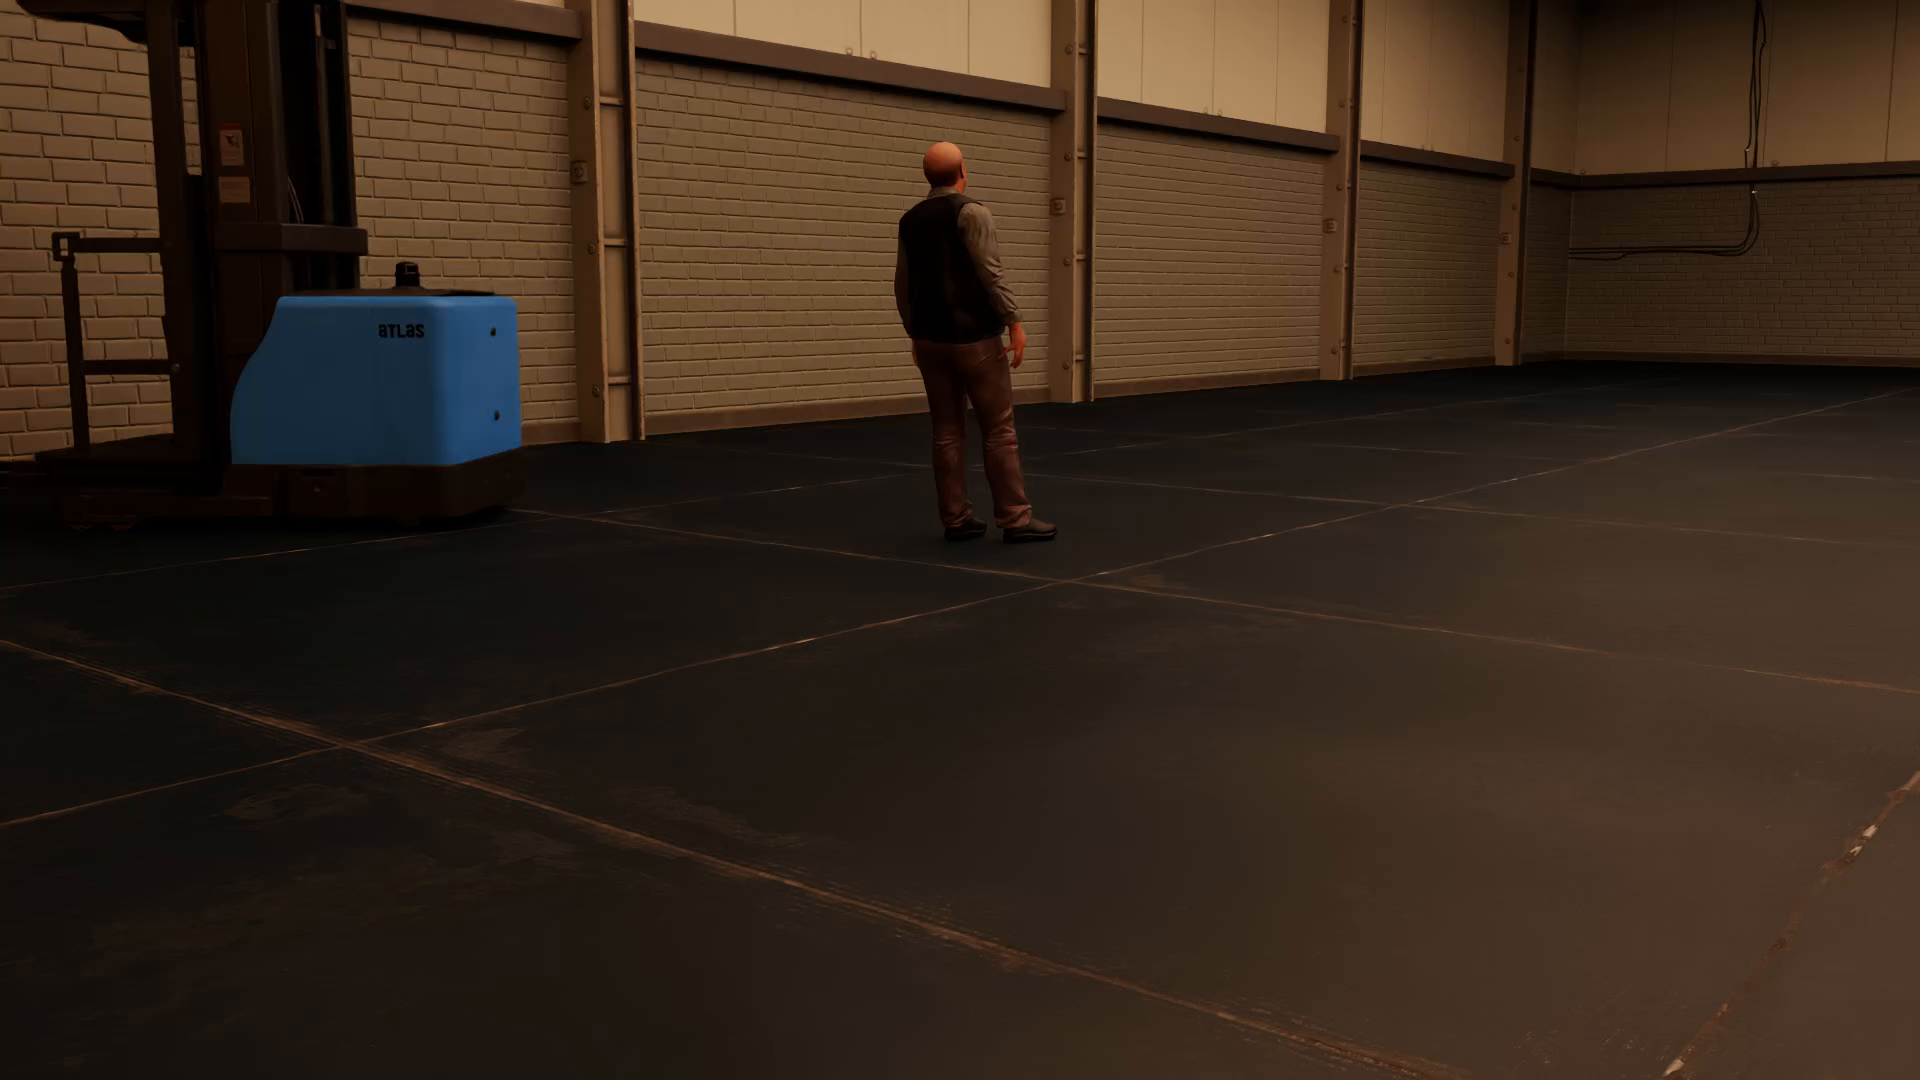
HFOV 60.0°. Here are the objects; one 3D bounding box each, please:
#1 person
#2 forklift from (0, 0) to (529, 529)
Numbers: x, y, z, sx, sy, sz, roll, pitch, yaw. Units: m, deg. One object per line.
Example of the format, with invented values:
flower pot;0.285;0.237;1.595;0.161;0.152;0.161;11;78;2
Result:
person;0.045;-0.865;7.322;0.632;1.720;0.568;7;11;38
forklift;-3.756;-1.577;8.062;3.031;2.935;1.130;1;8;9
